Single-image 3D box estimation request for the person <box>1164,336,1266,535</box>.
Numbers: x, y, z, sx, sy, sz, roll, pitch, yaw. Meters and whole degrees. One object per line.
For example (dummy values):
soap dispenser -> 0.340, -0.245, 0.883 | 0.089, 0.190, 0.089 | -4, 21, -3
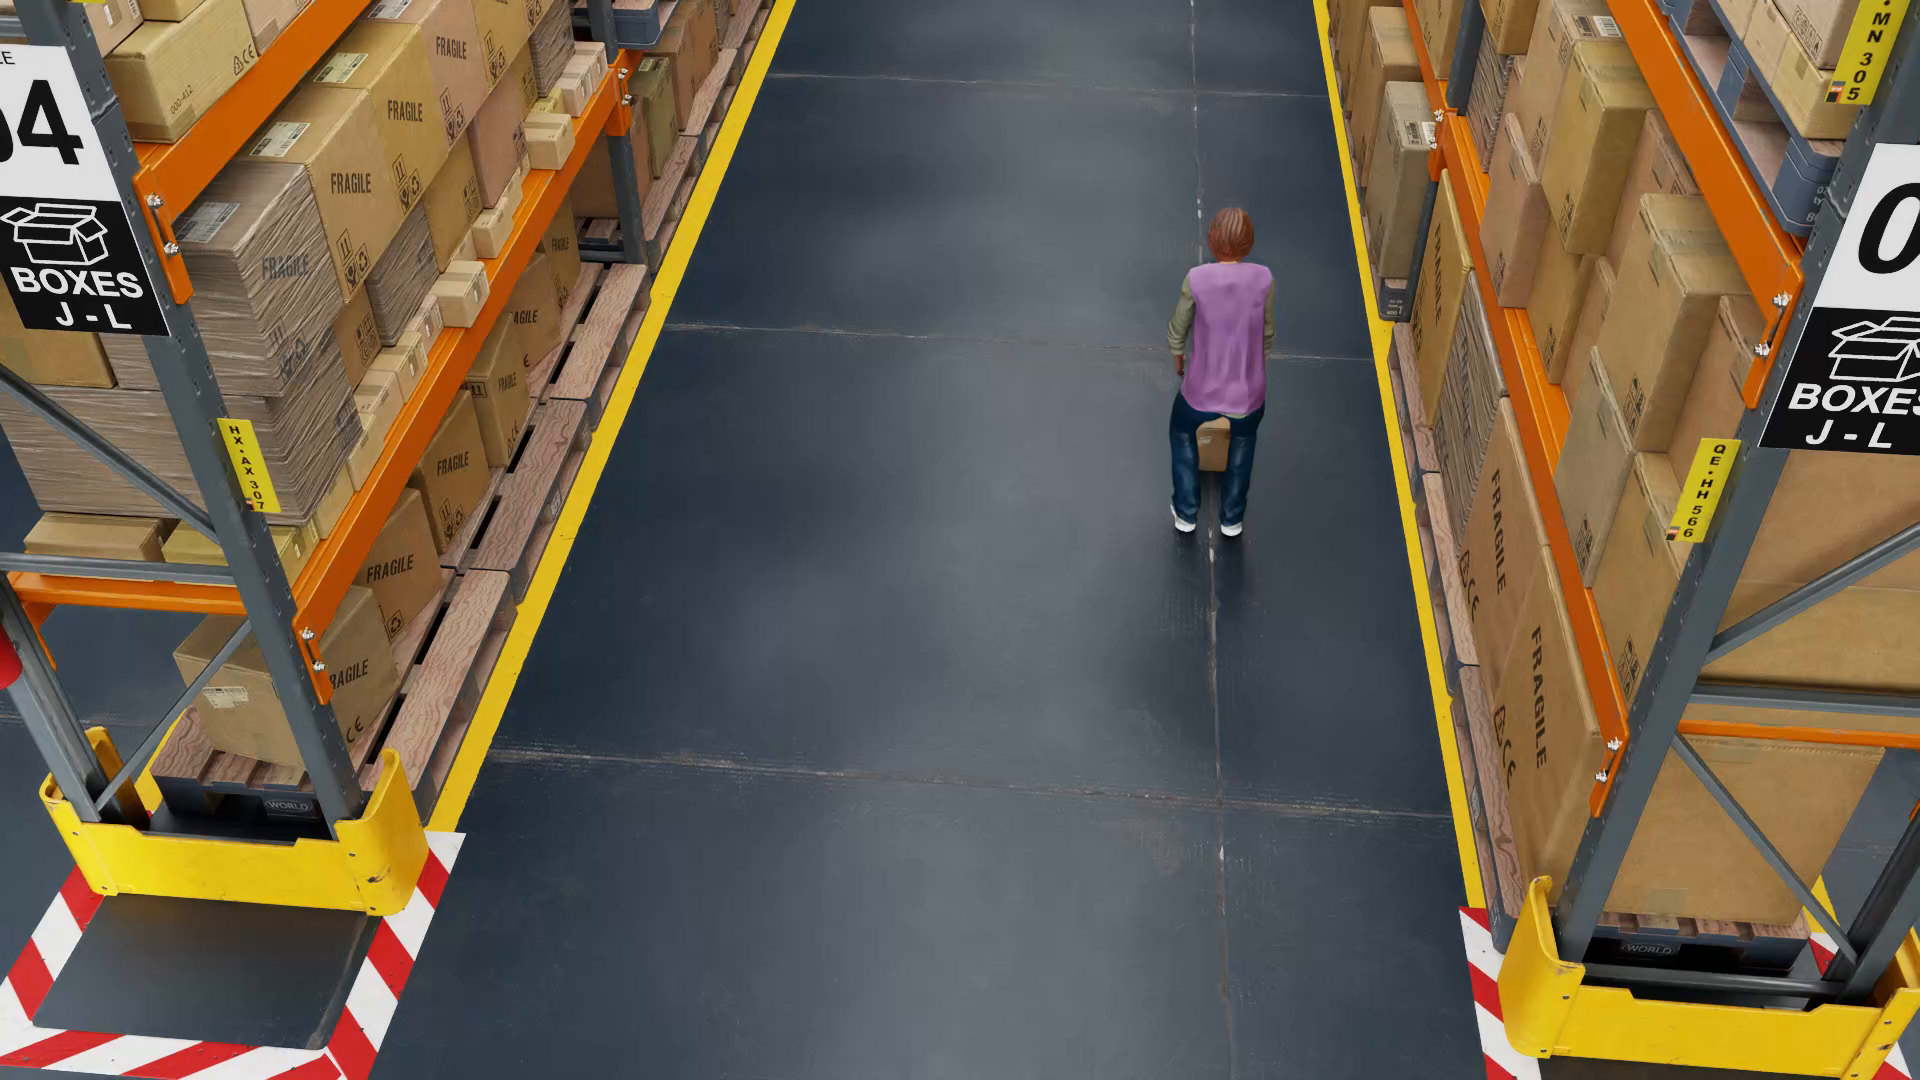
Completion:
person -> 1.119, -0.472, 7.378 | 0.429, 0.776, 0.871 | 2, 41, 2
